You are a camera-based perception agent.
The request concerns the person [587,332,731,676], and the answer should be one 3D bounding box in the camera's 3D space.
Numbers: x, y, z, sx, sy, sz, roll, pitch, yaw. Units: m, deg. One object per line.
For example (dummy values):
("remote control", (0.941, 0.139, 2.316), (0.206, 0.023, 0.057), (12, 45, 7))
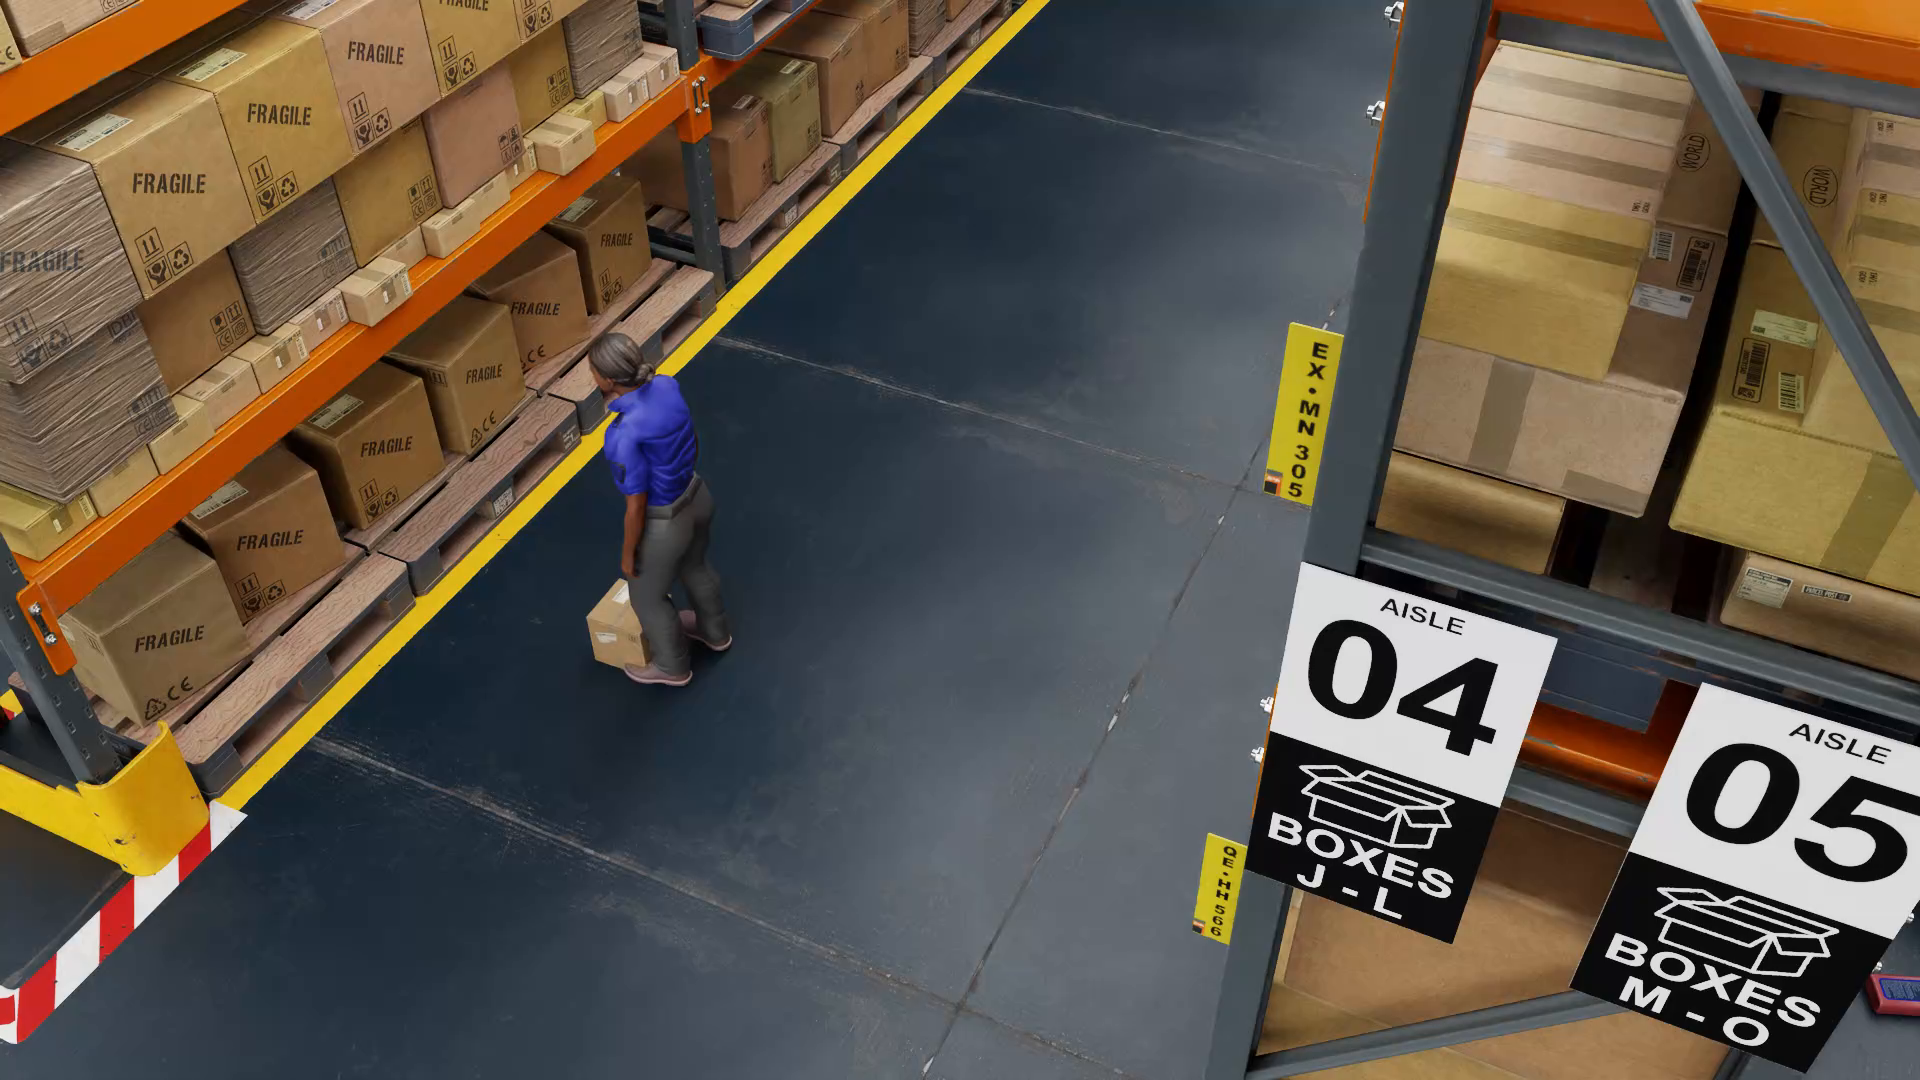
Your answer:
("person", (-1.131, -0.113, 6.237), (0.351, 1.586, 0.500), (15, 44, 16))
